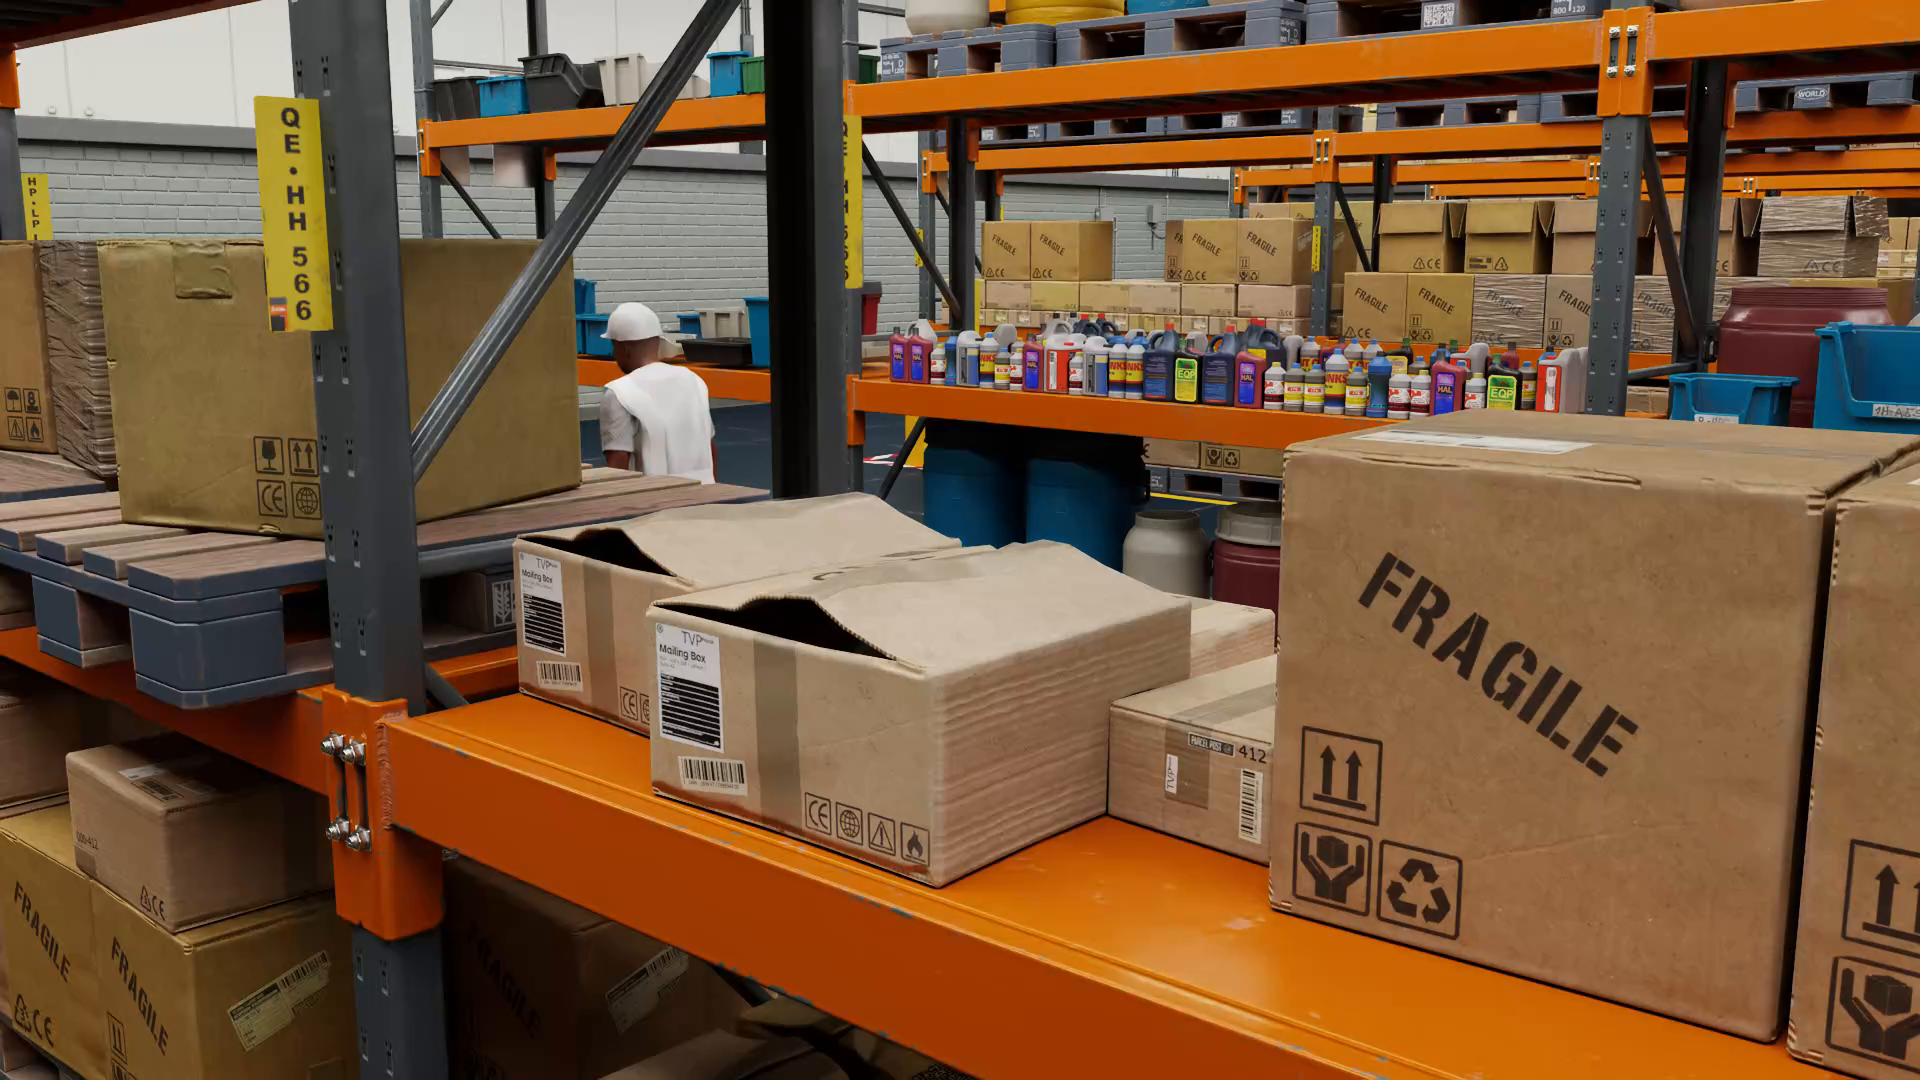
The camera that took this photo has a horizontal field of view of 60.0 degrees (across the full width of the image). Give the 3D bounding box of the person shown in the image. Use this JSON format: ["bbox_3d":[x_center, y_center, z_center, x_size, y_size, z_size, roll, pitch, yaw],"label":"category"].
[{"bbox_3d":[-1.246,-0.080,6.829,0.449,1.773,0.621,8,13,37],"label":"person"}]
